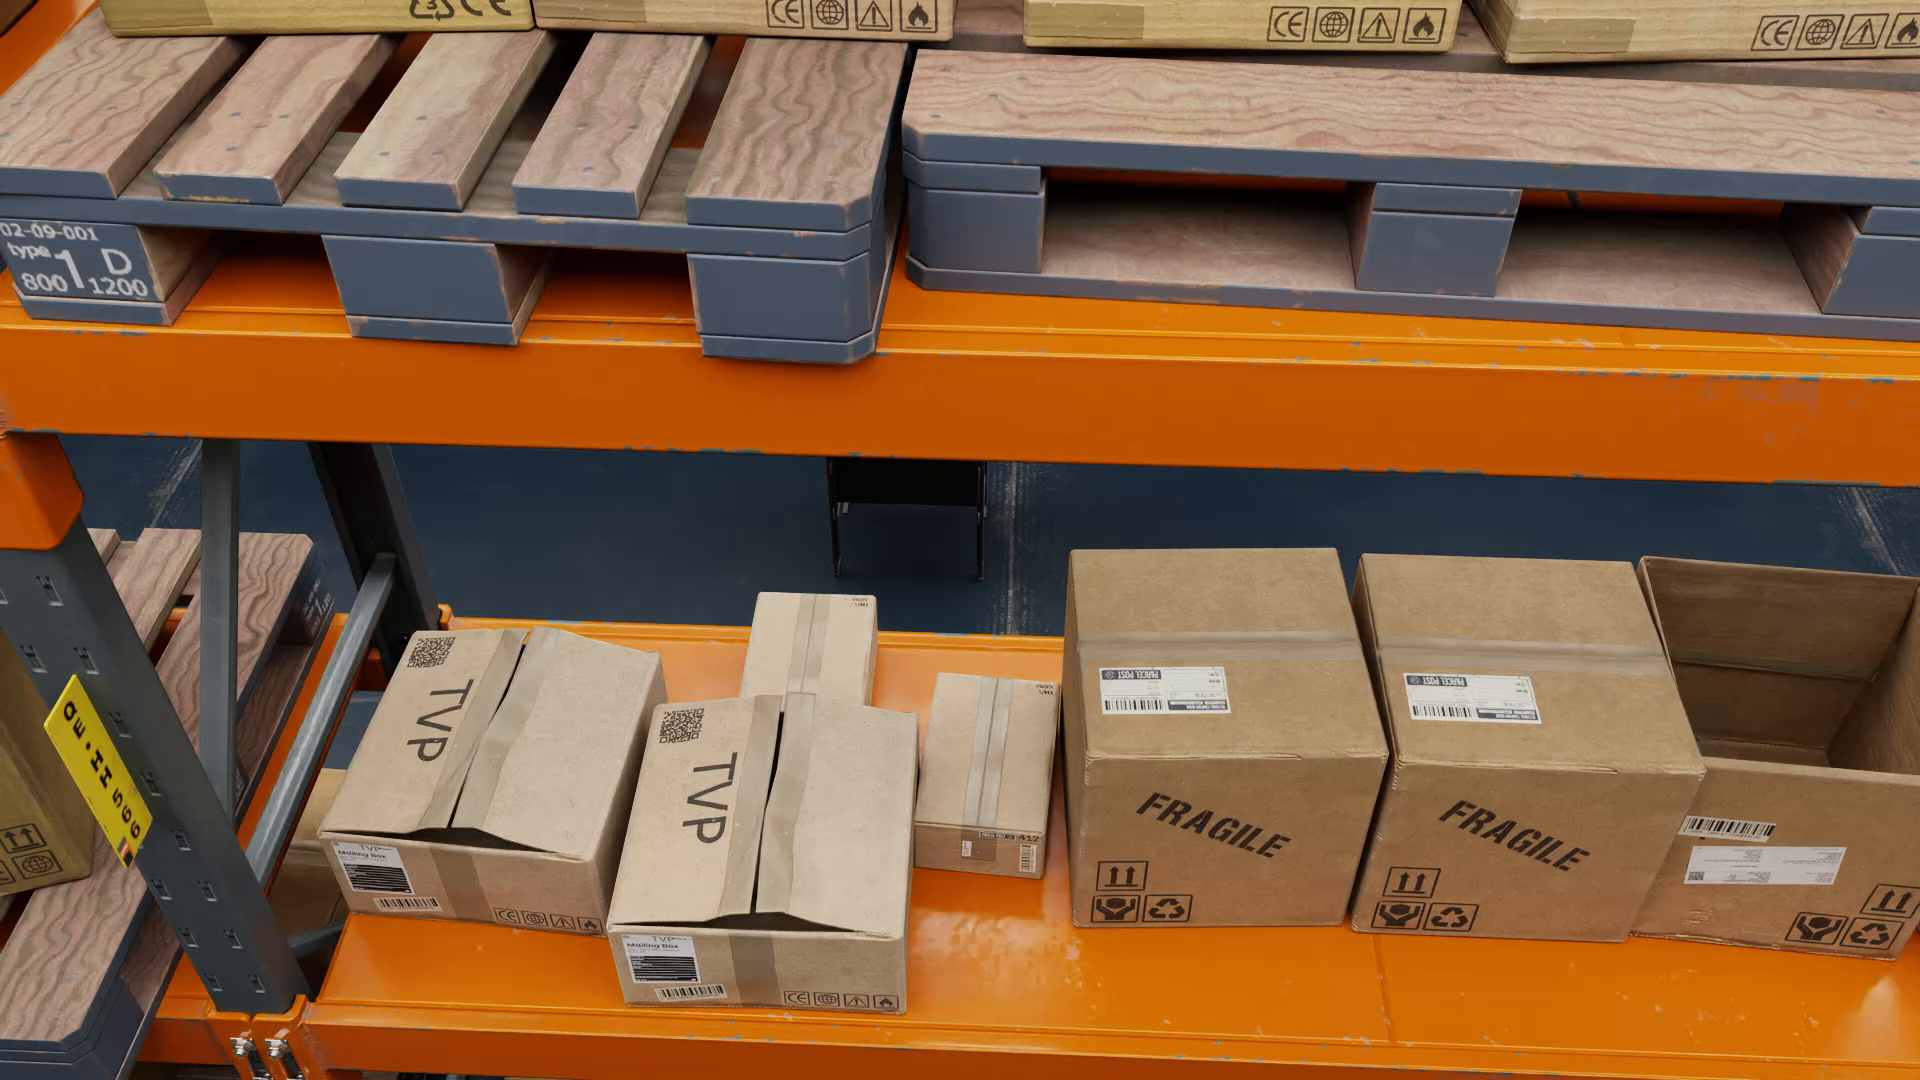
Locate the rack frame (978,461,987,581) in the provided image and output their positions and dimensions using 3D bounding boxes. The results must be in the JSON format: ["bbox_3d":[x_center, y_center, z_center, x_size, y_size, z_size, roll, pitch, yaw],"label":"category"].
[{"bbox_3d":[0.078,-0.766,5.032,0.015,2.100,0.400,2,43,2],"label":"rack frame"}]

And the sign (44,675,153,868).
[{"bbox_3d":[-1.236,0.336,2.397,0.005,0.325,0.100,2,43,2],"label":"sign"}]

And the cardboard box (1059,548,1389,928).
[{"bbox_3d":[0.456,0.365,3.084,0.500,0.500,0.500,0,43,0],"label":"cardboard box"}]

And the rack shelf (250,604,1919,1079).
[{"bbox_3d":[0.777,0.686,3.341,4.000,0.370,1.077,2,43,2],"label":"rack shelf"}]

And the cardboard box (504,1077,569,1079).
[{"bbox_3d":[-0.711,1.224,3.533,0.500,0.311,0.500,3,43,3],"label":"cardboard box"}]

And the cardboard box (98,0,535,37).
[{"bbox_3d":[-0.765,-0.860,2.073,0.500,0.250,0.500,-1,43,-1],"label":"cardboard box"}]

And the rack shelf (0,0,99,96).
[{"bbox_3d":[-3.219,-0.535,2.450,4.000,0.370,1.077,2,43,2],"label":"rack shelf"}]

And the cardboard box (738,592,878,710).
[{"bbox_3d":[-0.310,0.293,3.420,0.250,0.149,0.380,2,43,2],"label":"cardboard box"}]

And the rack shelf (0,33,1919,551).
[{"bbox_3d":[0.777,-0.412,2.319,4.000,0.370,1.077,2,43,2],"label":"rack shelf"}]

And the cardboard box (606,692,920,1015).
[{"bbox_3d":[-0.336,0.553,3.021,0.500,0.311,0.500,1,43,1],"label":"cardboard box"}]

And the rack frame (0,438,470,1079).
[{"bbox_3d":[-1.221,0.361,3.162,0.127,3.000,1.000,2,43,2],"label":"rack frame"}]

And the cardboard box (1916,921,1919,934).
[{"bbox_3d":[1.888,0.631,2.970,0.258,0.266,0.396,1,43,1],"label":"cardboard box"}]

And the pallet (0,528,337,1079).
[{"bbox_3d":[-1.901,0.458,3.198,1.003,0.211,1.213,2,43,2],"label":"pallet"}]

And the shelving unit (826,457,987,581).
[{"bbox_3d":[-0.165,-0.773,5.040,0.503,2.100,0.431,2,43,2],"label":"shelving unit"}]

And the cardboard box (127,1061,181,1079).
[{"bbox_3d":[-2.166,1.246,3.723,0.500,0.500,0.500,3,43,4],"label":"cardboard box"}]

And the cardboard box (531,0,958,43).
[{"bbox_3d":[-0.241,-0.856,2.069,0.500,0.250,0.500,3,43,3],"label":"cardboard box"}]

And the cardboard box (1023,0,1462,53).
[{"bbox_3d":[0.330,-0.831,2.042,0.500,0.250,0.500,1,43,1],"label":"cardboard box"}]

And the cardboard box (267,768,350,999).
[{"bbox_3d":[-1.663,0.906,4.088,0.500,0.500,0.500,3,43,4],"label":"cardboard box"}]

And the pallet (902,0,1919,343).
[{"bbox_3d":[0.578,-0.675,2.212,1.213,0.211,1.003,4,43,4],"label":"pallet"}]

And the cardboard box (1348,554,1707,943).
[{"bbox_3d":[0.982,0.381,3.067,0.500,0.500,0.500,2,43,2],"label":"cardboard box"}]

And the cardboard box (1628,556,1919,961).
[{"bbox_3d":[1.482,0.397,3.050,0.500,0.500,0.500,5,43,5],"label":"cardboard box"}]

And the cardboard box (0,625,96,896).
[{"bbox_3d":[-1.855,0.228,2.923,0.500,0.500,0.700,-12,44,-12],"label":"cardboard box"}]

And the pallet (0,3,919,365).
[{"bbox_3d":[-0.539,-0.707,2.247,1.003,0.211,1.213,4,43,4],"label":"pallet"}]

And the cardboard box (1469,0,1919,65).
[{"bbox_3d":[0.868,-0.813,2.023,0.500,0.250,0.500,-2,43,-2],"label":"cardboard box"}]

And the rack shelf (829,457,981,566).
[{"bbox_3d":[-0.165,-0.251,5.526,0.480,0.518,0.431,2,43,2],"label":"rack shelf"}]

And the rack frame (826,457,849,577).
[{"bbox_3d":[-0.409,-0.781,5.048,0.015,2.100,0.400,2,43,2],"label":"rack frame"}]

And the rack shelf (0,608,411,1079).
[{"bbox_3d":[-3.219,0.563,3.473,4.000,0.370,1.077,2,43,2],"label":"rack shelf"}]

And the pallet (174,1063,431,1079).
[{"bbox_3d":[-1.965,1.333,4.164,1.213,0.211,1.003,2,43,2],"label":"pallet"}]

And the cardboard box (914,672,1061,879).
[{"bbox_3d":[0.055,0.454,3.246,0.250,0.149,0.380,5,43,5],"label":"cardboard box"}]

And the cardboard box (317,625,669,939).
[{"bbox_3d":[-0.860,0.435,3.148,0.500,0.311,0.500,4,43,5],"label":"cardboard box"}]
